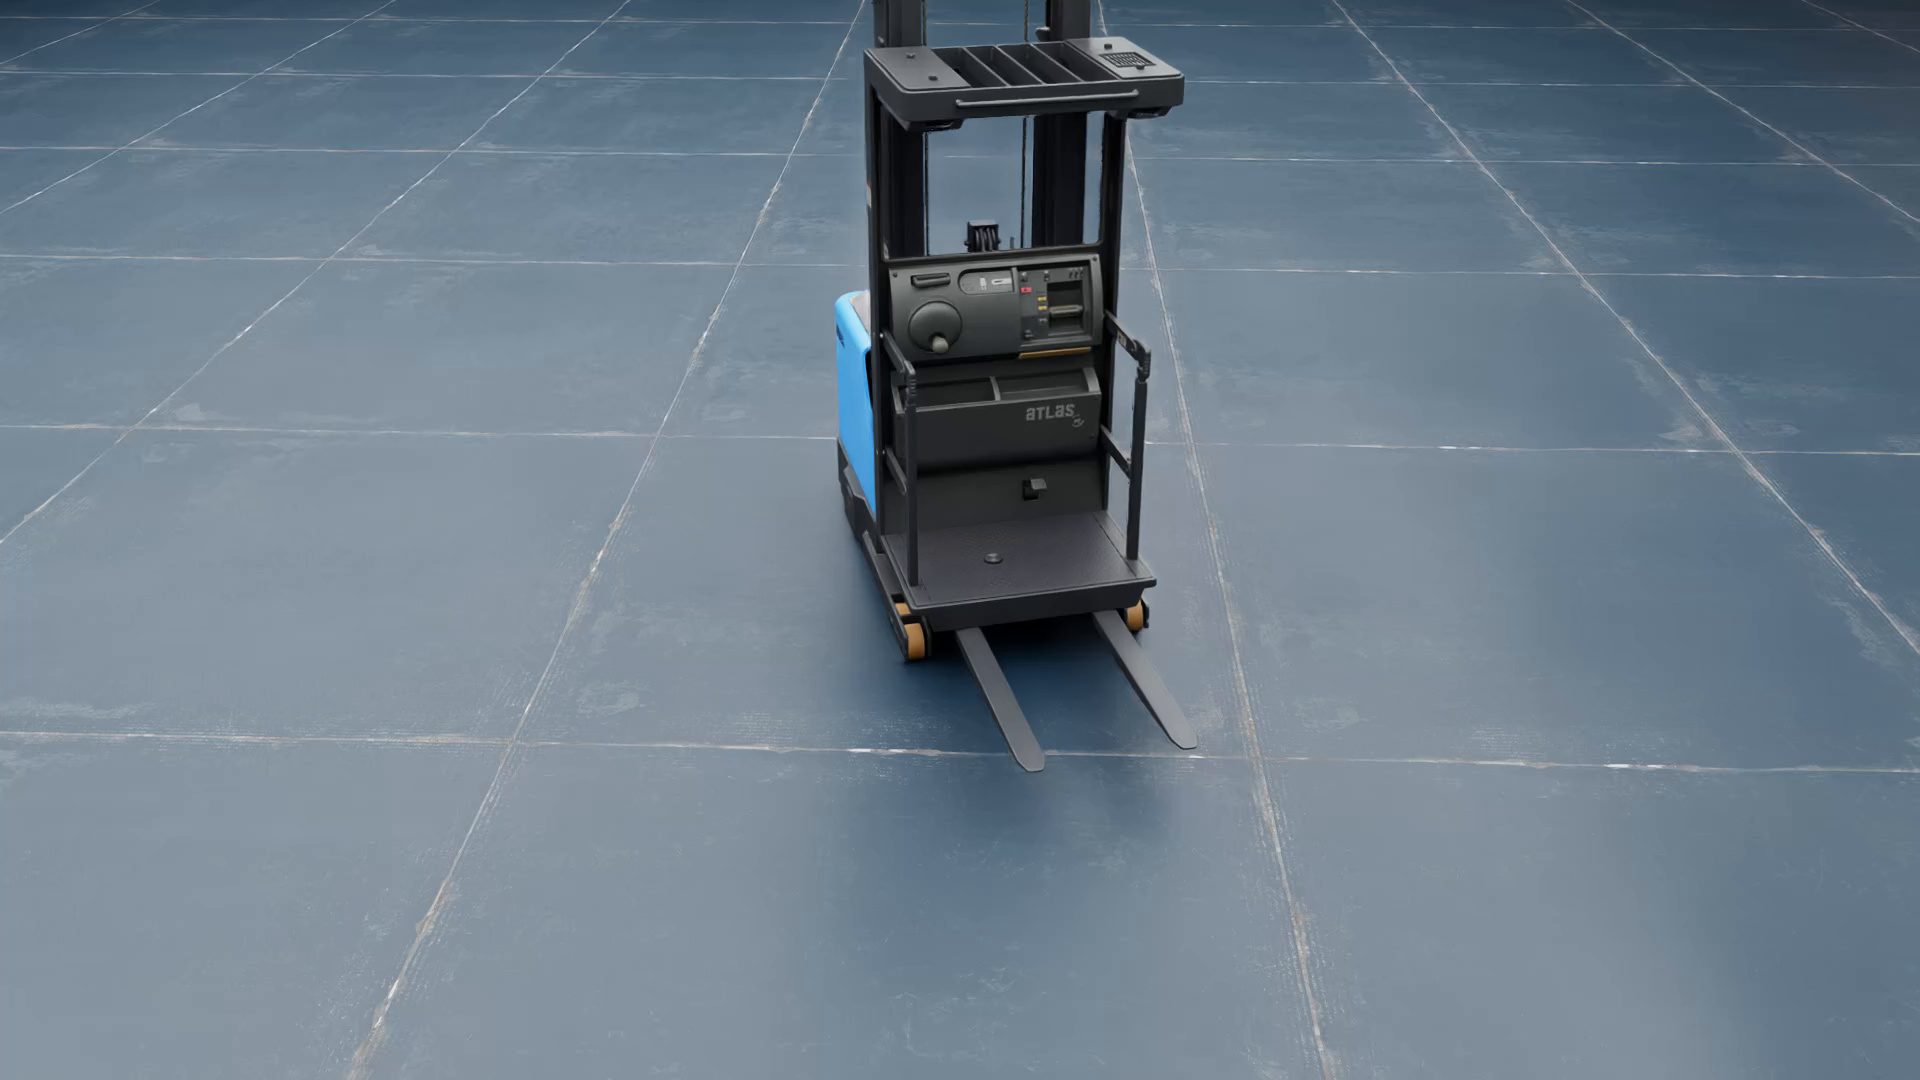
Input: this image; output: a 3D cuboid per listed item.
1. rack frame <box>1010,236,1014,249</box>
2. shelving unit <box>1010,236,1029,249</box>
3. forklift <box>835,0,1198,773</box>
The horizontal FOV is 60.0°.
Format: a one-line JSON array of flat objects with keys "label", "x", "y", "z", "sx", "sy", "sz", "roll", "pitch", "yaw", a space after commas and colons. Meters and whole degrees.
[{"label": "rack frame", "x": 0.170, "y": -1.030, "z": 8.911, "sx": 0.240, "sy": 1.200, "sz": 0.006, "roll": -12, "pitch": 30, "yaw": -22}, {"label": "shelving unit", "x": 0.208, "y": -0.991, "z": 8.838, "sx": 0.258, "sy": 1.200, "sz": 0.189, "roll": -12, "pitch": 30, "yaw": -22}, {"label": "forklift", "x": 0.213, "y": -0.966, "z": 6.942, "sx": 1.130, "sy": 2.935, "sz": 3.031, "roll": -7, "pitch": 29, "yaw": -12}]
